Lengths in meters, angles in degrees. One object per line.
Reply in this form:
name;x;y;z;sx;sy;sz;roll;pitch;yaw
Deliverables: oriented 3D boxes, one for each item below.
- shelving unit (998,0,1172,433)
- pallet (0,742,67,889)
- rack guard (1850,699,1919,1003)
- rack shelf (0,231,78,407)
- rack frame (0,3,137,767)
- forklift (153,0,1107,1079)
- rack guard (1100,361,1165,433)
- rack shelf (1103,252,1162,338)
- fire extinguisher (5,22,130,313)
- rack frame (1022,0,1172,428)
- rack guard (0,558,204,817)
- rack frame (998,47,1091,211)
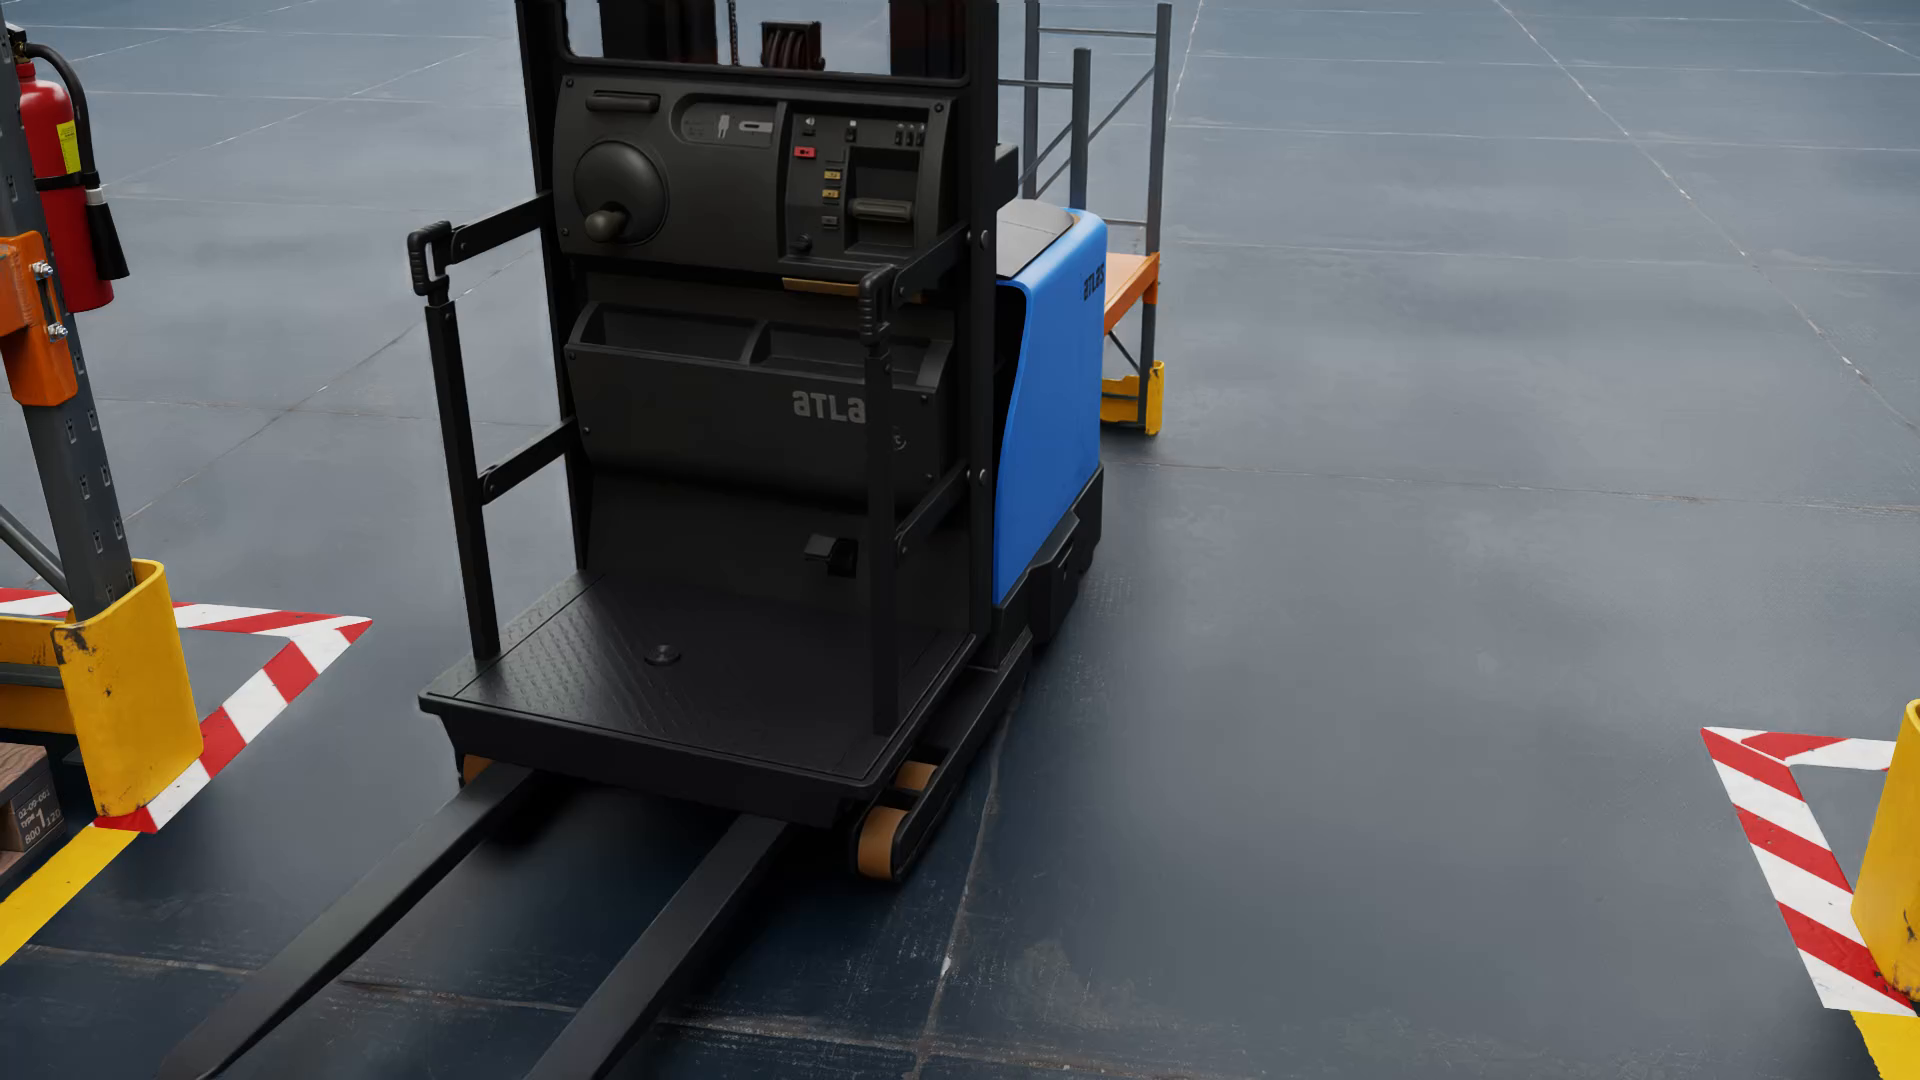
shelving unit;0.292;-0.925;5.458;0.587;1.500;1.083;8;26;17
pallet;-2.641;0.779;3.338;1.003;0.211;1.213;4;25;9
rack guard;2.460;0.657;3.257;1.175;0.500;0.348;4;25;9
rack shelf;-2.787;0.309;1.900;1.077;0.370;4.000;4;25;9
rack frame;-2.460;-0.853;3.535;1.000;3.000;0.127;4;25;9
forklift;-0.536;-0.772;3.443;1.130;2.935;3.031;8;26;17
rack guard;0.457;-0.558;6.148;0.587;0.250;0.087;8;26;17
rack shelf;0.295;-0.766;5.542;0.538;0.185;1.000;8;26;17
fire extinguisher;-1.987;-0.834;3.585;0.296;0.674;0.183;4;25;9
rack frame;0.463;-1.132;5.900;0.500;1.500;0.032;8;26;17
rack guard;-2.473;0.310;3.997;1.175;0.500;0.348;4;25;9
rack frame;0.126;-0.726;5.031;0.500;1.500;0.032;8;26;17
